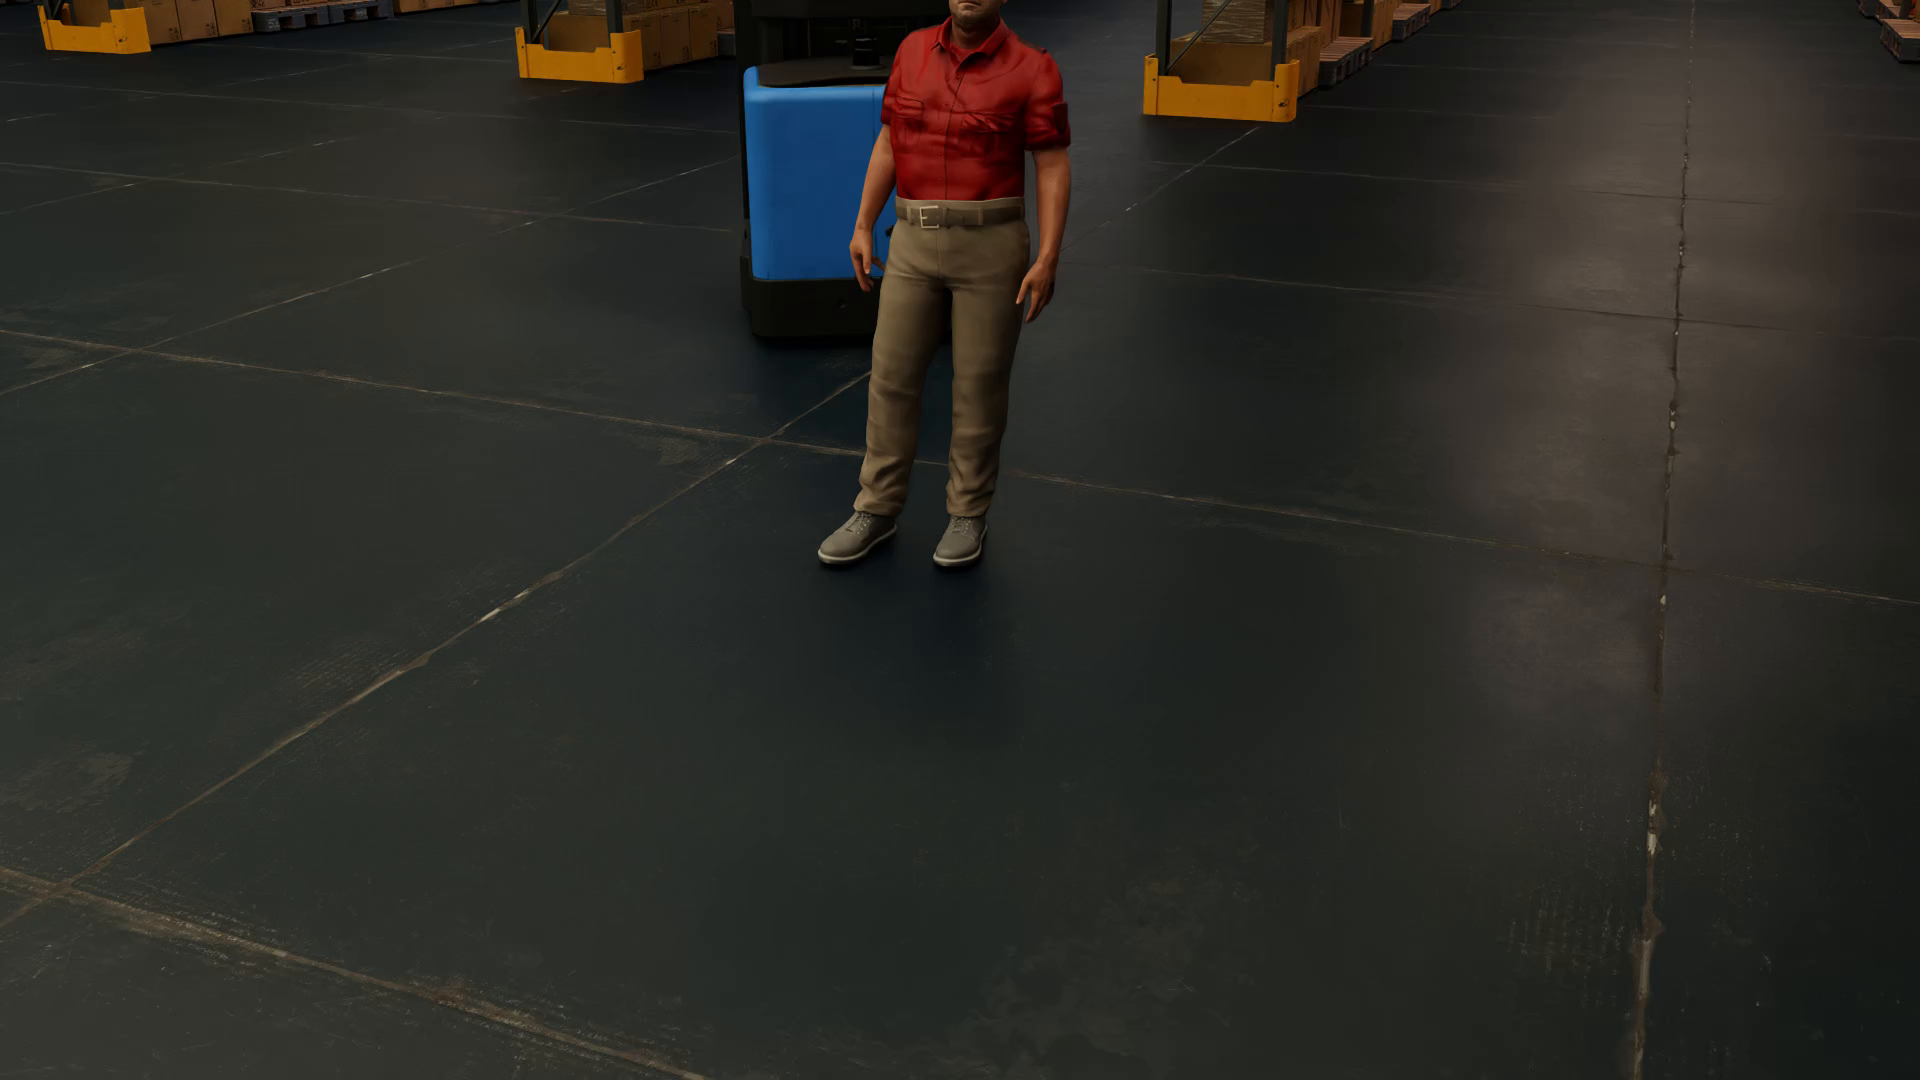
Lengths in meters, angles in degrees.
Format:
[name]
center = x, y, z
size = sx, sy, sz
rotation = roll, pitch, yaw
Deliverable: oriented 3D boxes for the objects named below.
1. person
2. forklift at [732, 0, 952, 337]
[person]
center = -0.045, -0.774, 4.684
size = 0.641, 1.727, 0.550
rotation = 9, 24, 21
[forklift]
center = -0.530, -2.729, 7.821
size = 1.130, 2.935, 3.031
rotation = -3, 23, -7
